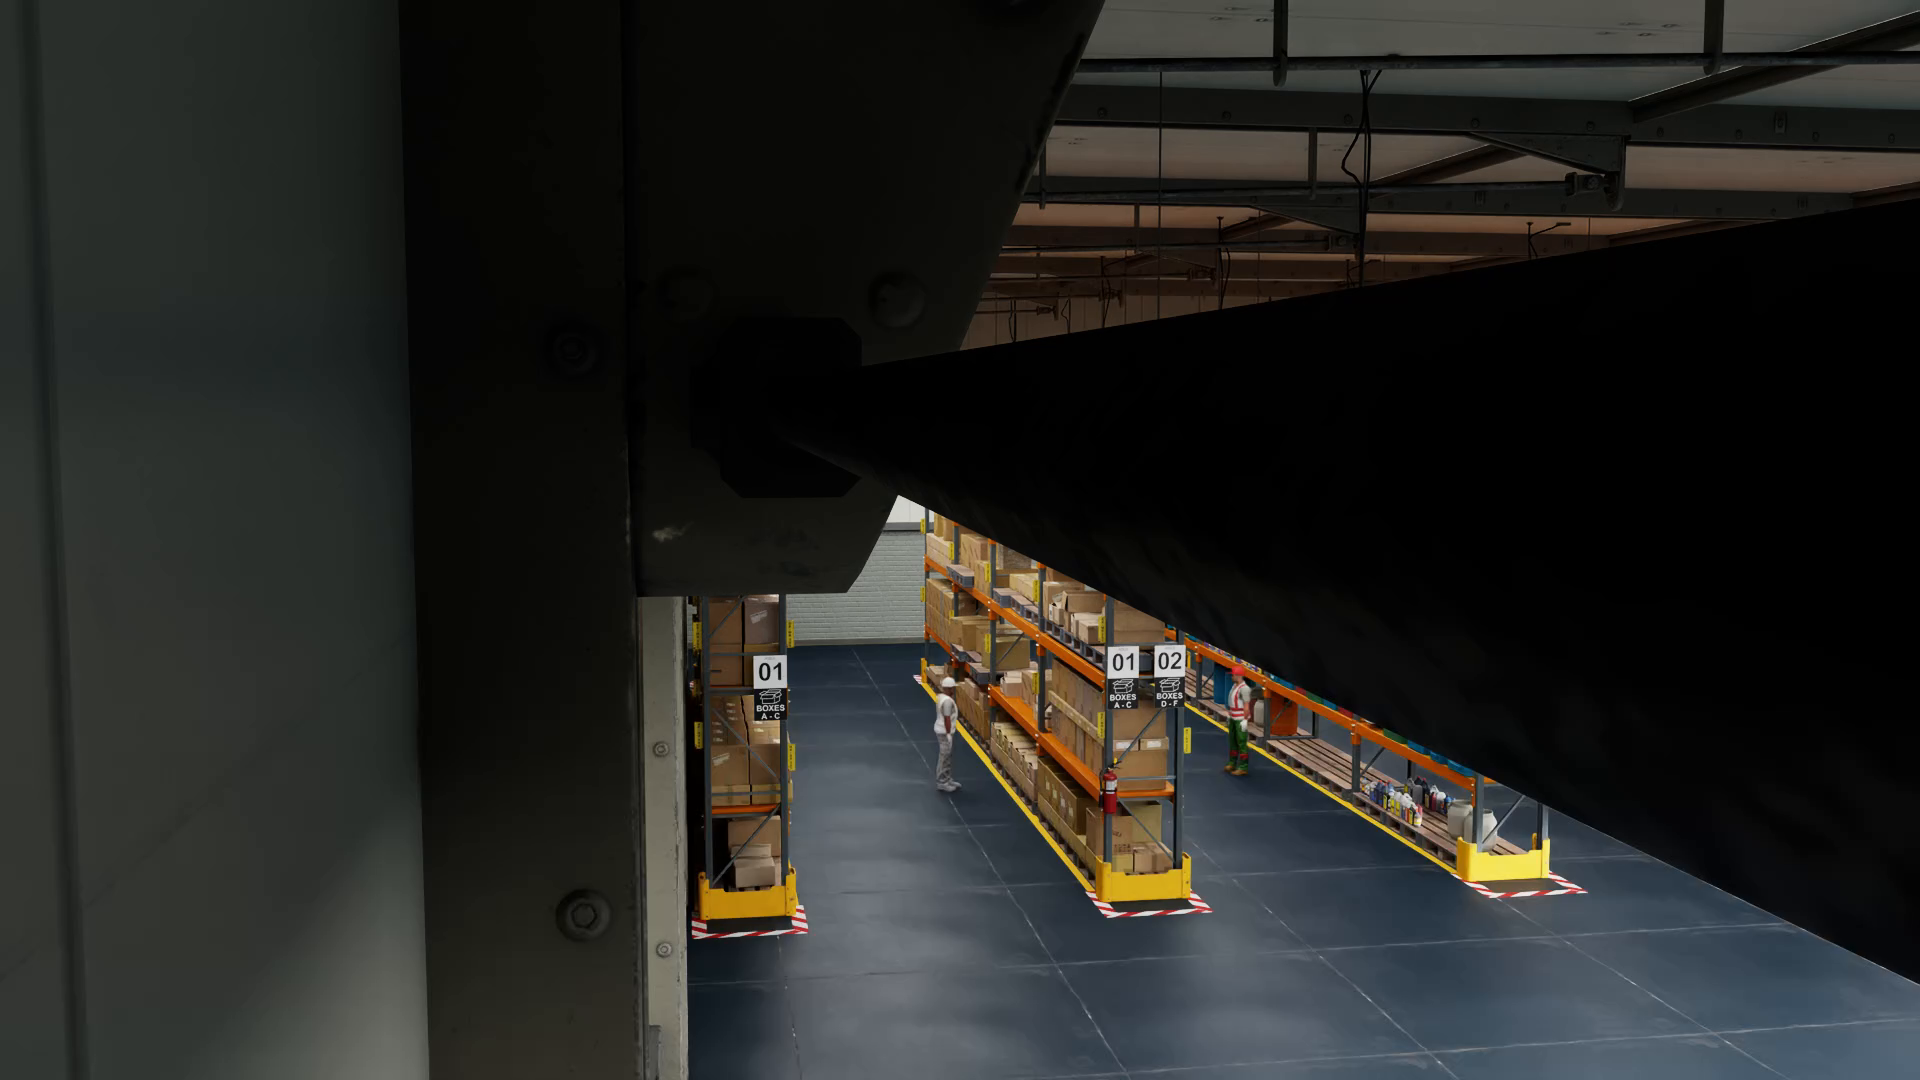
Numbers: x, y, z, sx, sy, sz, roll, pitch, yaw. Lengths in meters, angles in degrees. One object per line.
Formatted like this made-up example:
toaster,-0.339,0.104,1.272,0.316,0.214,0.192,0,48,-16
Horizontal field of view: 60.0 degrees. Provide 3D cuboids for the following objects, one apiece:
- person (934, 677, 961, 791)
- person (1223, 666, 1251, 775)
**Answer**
person,-0.198,3.091,26.618,0.427,1.798,0.575,-1,5,-8
person,4.610,2.990,27.723,0.416,1.792,0.594,-1,5,-15
